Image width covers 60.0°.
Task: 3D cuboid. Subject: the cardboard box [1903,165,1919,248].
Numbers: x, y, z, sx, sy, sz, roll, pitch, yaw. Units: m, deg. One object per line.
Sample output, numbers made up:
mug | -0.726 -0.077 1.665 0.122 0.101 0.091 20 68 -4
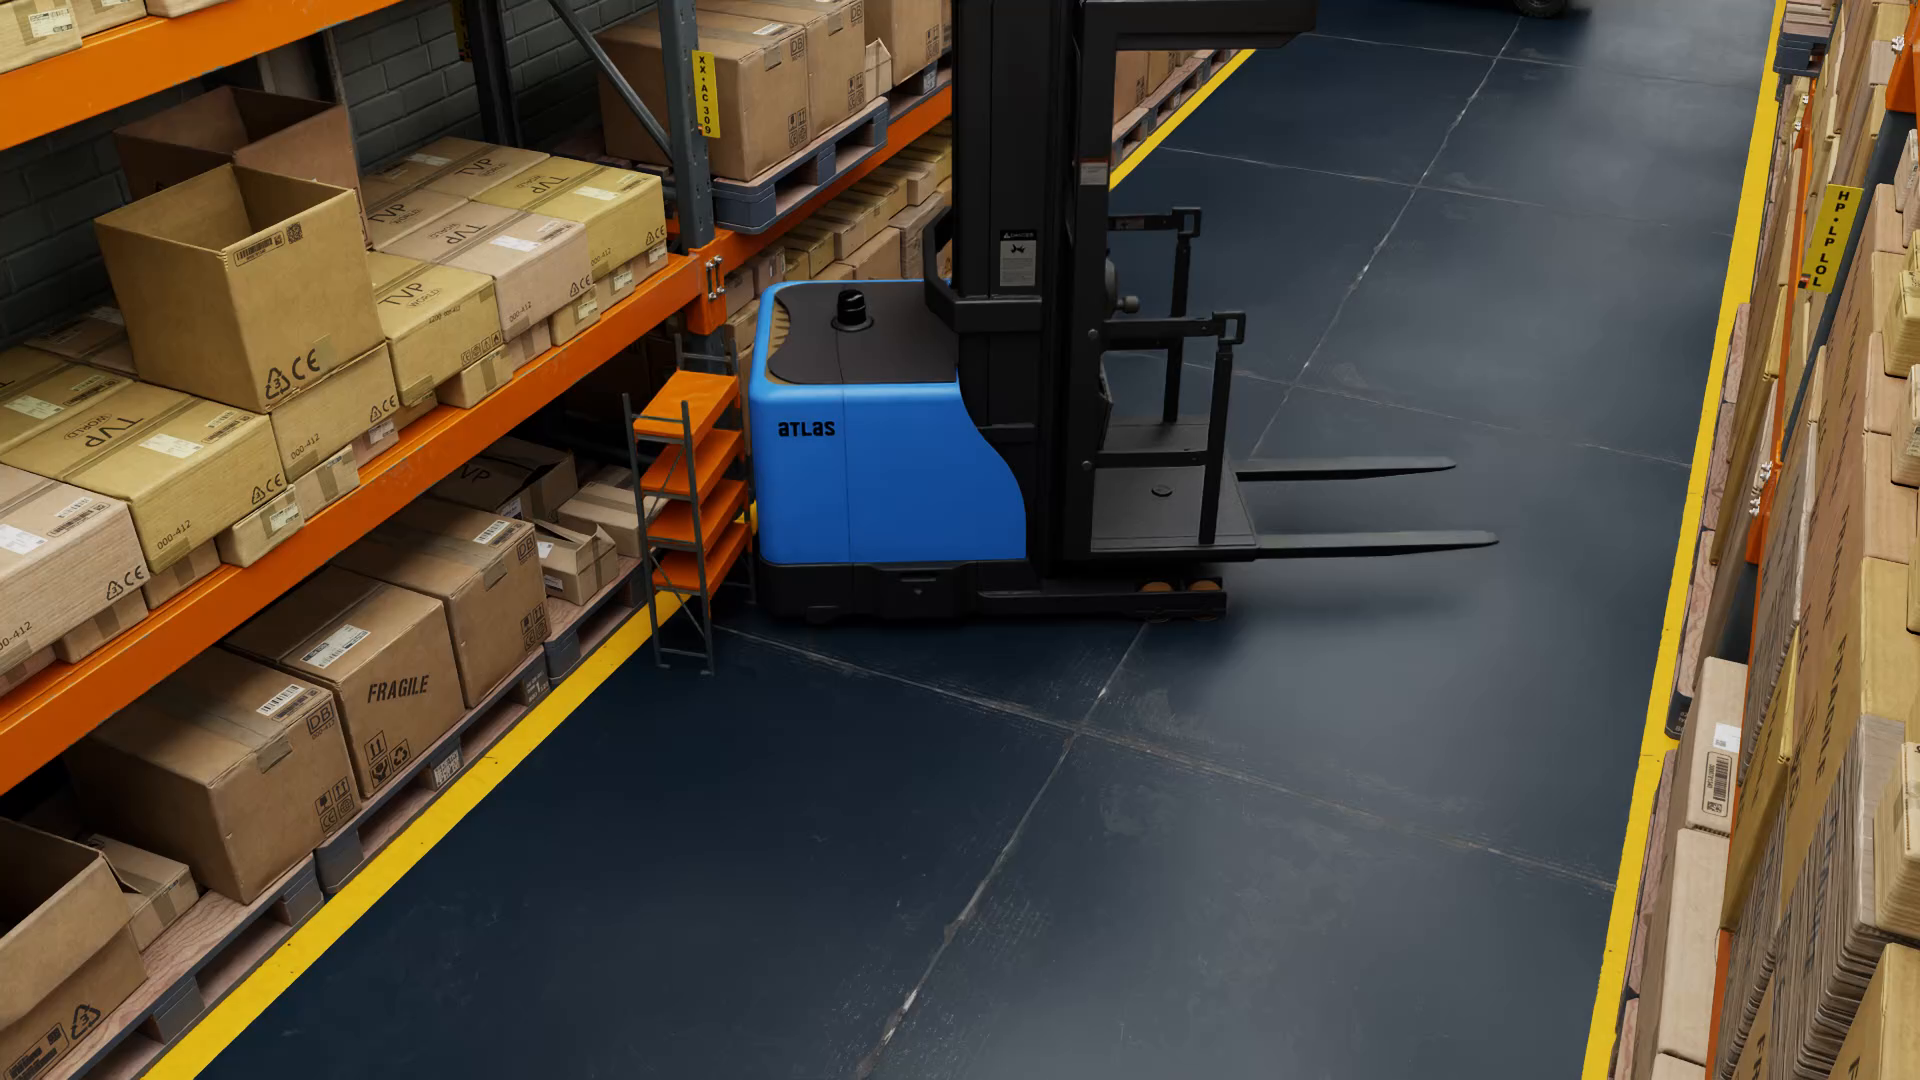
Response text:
cardboard box | 2.589 -0.812 4.158 0.380 0.149 0.250 15 36 21

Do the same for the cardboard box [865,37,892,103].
cardboard box | -0.531 -2.170 7.563 0.396 0.266 0.258 16 36 23

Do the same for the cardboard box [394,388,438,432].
cardboard box | -1.966 -0.494 5.497 0.380 0.149 0.250 15 36 21

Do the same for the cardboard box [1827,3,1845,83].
cardboard box | 4.286 -2.252 7.630 0.500 0.250 0.500 14 36 20

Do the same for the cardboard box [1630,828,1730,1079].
cardboard box | 2.315 1.321 4.454 0.875 0.438 0.875 13 35 19

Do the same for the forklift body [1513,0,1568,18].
forklift body | 4.423 -5.705 13.989 2.313 2.155 1.214 14 36 20

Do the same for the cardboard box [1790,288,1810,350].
cardboard box | 3.222 -0.781 5.843 0.500 0.250 0.500 14 36 20

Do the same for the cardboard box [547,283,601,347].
cardboard box | -1.541 -0.855 6.047 0.380 0.149 0.250 15 36 22

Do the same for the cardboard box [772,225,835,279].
cardboard box | -0.824 -1.391 7.941 0.380 0.149 0.250 14 36 20

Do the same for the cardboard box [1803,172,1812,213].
cardboard box | 3.866 -1.533 6.989 0.500 0.250 0.500 15 36 22

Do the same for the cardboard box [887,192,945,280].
cardboard box | -0.405 -1.538 8.756 0.500 0.500 0.500 13 35 19

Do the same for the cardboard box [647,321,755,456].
cardboard box | -1.054 -0.766 7.579 0.500 0.500 0.500 16 36 23

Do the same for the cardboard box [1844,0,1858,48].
cardboard box | 4.095 -2.323 7.054 0.500 0.500 0.500 14 36 21

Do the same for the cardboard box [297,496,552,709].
cardboard box | -1.965 0.199 6.108 0.700 0.500 0.500 13 35 19

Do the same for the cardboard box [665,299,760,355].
cardboard box | -1.069 -0.965 7.292 0.380 0.149 0.250 16 36 23

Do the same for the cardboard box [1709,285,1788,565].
cardboard box | 3.607 -0.375 6.641 0.875 0.875 0.875 15 36 22

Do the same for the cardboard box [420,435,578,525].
cardboard box | -1.952 -0.223 6.923 0.500 0.311 0.500 15 36 22

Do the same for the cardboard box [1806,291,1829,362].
cardboard box | 3.013 -0.731 5.310 0.500 0.250 0.500 14 36 20

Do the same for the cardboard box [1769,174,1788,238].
cardboard box | 4.968 -1.657 9.055 0.950 0.372 0.625 12 35 17

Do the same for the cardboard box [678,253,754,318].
cardboard box | -1.124 -1.104 7.231 0.380 0.149 0.250 14 36 20

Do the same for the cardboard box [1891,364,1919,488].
cardboard box | 2.027 -0.189 3.208 0.380 0.149 0.250 14 36 21

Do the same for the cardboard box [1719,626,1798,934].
cardboard box | 1.971 0.575 3.546 0.500 0.500 0.500 15 36 22

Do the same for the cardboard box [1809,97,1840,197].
cardboard box | 3.625 -1.500 6.483 0.500 0.250 0.500 15 36 21

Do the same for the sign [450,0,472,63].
sign | -1.966 -2.056 6.594 0.100 0.325 0.005 14 36 20

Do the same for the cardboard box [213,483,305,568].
cardboard box | -2.163 -0.080 4.866 0.380 0.149 0.250 13 35 19

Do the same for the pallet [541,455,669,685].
pallet | -1.749 0.062 6.963 1.003 0.211 1.213 14 36 20

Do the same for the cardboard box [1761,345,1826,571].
cardboard box | 2.615 -0.177 4.694 0.500 0.500 0.500 15 36 22

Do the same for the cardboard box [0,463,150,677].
cardboard box | -2.489 0.069 4.275 0.500 0.250 0.500 15 36 21

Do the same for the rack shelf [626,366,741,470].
rack shelf | -1.010 -0.454 6.132 0.258 0.148 0.480 8 34 11

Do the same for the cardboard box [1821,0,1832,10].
cardboard box | 4.757 -2.875 8.745 0.380 0.149 0.250 14 36 20

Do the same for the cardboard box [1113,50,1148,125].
cardboard box | 0.752 -3.256 11.262 0.875 0.625 0.625 15 36 22

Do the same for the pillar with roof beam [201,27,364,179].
pillar with roof beam | 1.339 -2.827 3.355 9.100 9.000 0.400 14 36 20

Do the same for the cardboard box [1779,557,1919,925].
cardboard box | 1.763 0.416 2.878 0.500 0.500 0.500 14 36 20

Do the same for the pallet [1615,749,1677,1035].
pallet | 2.660 1.218 5.201 1.003 0.211 1.213 14 36 20

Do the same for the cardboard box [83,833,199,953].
cardboard box | -2.579 1.077 5.089 0.380 0.149 0.250 13 35 19

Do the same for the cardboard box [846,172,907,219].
cardboard box | -0.493 -1.771 8.521 0.380 0.149 0.250 14 36 21

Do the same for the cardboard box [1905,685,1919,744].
cardboard box | 1.603 0.331 2.415 0.380 0.149 0.250 15 36 22

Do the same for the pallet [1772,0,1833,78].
pallet | 4.924 -2.601 8.656 1.213 0.211 1.003 14 36 20

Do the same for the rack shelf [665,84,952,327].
rack shelf | -0.624 -2.141 8.436 1.077 0.370 4.000 14 36 20

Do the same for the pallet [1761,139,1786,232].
pallet | 5.563 -2.130 10.305 1.003 0.211 1.213 14 36 20

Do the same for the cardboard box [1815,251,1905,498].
cardboard box | 2.413 -0.338 4.026 0.500 0.500 0.500 14 36 20

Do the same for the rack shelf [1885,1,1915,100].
rack shelf | 3.886 -2.259 5.880 1.077 0.370 4.000 14 36 20

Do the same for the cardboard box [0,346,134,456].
cardboard box | -2.755 -0.308 4.849 0.500 0.250 0.500 15 36 22

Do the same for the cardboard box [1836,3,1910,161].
cardboard box | 3.448 -1.557 5.886 0.500 0.500 0.500 15 36 22

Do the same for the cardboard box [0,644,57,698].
cardboard box | -2.605 0.274 4.326 0.380 0.149 0.250 14 36 20

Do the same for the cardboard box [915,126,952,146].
cardboard box | -0.152 -2.151 9.100 0.380 0.149 0.250 15 36 22

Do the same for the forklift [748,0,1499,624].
forklift | 0.691 -1.180 6.377 3.031 2.935 1.130 -1 33 -2

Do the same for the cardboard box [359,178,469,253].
cardboard box | -2.117 -1.072 6.015 0.500 0.250 0.500 14 36 20

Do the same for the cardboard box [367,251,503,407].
cardboard box | -1.869 -0.700 5.448 0.500 0.250 0.500 14 36 20

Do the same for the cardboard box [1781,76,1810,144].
cardboard box | 5.881 -2.750 10.721 0.950 0.372 0.625 16 37 23

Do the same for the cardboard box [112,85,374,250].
cardboard box | -2.326 -1.141 5.436 0.500 0.500 0.500 13 35 19

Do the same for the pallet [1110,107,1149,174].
pallet | 0.593 -2.673 11.134 1.003 0.211 1.213 14 36 20

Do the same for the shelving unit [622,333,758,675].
shelving unit | -1.010 -0.126 6.348 0.258 1.200 0.503 8 34 11

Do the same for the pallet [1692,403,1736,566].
pallet | 3.813 -0.155 7.293 1.003 0.211 1.213 14 36 20

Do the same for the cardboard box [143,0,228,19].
cardboard box | -2.060 -1.450 4.219 0.380 0.149 0.250 14 36 21

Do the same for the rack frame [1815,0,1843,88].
rack frame | 4.723 -2.301 8.024 1.000 3.000 0.127 14 36 20

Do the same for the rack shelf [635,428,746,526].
rack shelf | -1.010 -0.257 6.262 0.258 0.148 0.480 8 34 11
